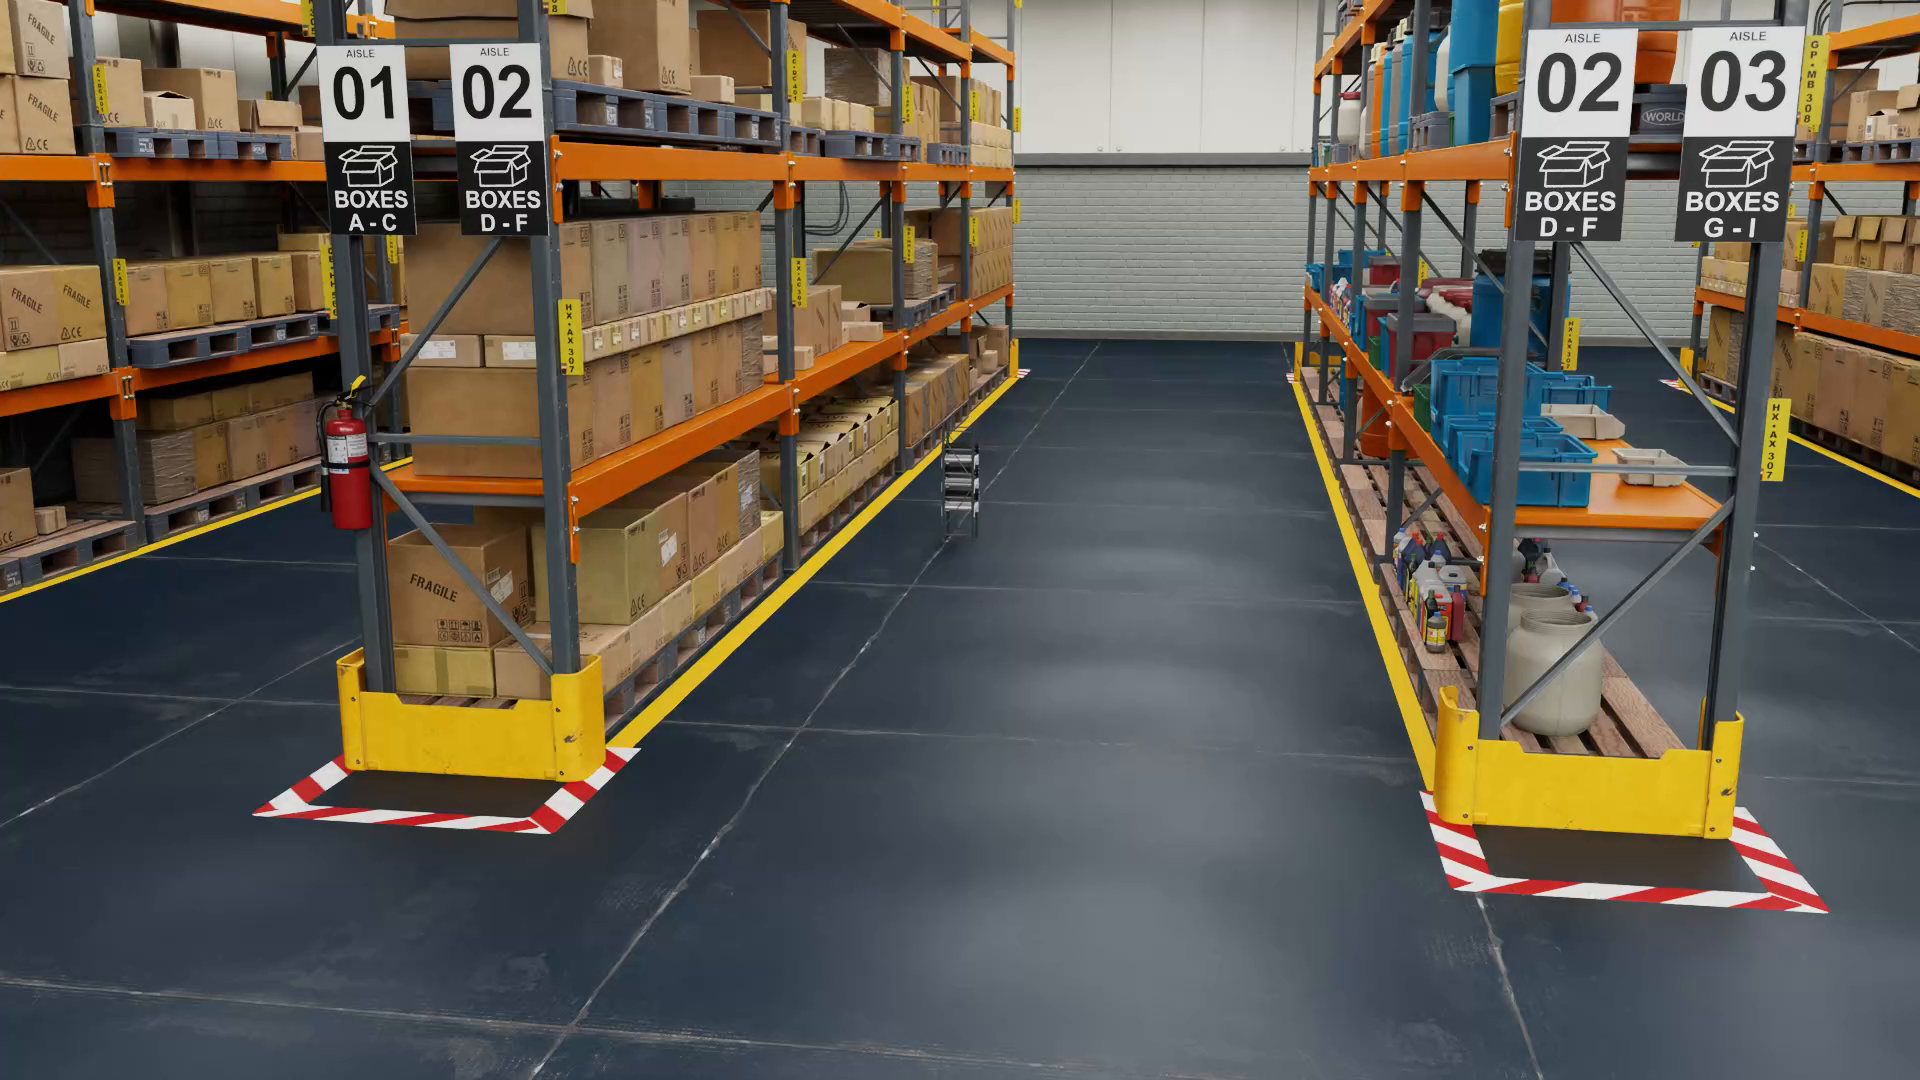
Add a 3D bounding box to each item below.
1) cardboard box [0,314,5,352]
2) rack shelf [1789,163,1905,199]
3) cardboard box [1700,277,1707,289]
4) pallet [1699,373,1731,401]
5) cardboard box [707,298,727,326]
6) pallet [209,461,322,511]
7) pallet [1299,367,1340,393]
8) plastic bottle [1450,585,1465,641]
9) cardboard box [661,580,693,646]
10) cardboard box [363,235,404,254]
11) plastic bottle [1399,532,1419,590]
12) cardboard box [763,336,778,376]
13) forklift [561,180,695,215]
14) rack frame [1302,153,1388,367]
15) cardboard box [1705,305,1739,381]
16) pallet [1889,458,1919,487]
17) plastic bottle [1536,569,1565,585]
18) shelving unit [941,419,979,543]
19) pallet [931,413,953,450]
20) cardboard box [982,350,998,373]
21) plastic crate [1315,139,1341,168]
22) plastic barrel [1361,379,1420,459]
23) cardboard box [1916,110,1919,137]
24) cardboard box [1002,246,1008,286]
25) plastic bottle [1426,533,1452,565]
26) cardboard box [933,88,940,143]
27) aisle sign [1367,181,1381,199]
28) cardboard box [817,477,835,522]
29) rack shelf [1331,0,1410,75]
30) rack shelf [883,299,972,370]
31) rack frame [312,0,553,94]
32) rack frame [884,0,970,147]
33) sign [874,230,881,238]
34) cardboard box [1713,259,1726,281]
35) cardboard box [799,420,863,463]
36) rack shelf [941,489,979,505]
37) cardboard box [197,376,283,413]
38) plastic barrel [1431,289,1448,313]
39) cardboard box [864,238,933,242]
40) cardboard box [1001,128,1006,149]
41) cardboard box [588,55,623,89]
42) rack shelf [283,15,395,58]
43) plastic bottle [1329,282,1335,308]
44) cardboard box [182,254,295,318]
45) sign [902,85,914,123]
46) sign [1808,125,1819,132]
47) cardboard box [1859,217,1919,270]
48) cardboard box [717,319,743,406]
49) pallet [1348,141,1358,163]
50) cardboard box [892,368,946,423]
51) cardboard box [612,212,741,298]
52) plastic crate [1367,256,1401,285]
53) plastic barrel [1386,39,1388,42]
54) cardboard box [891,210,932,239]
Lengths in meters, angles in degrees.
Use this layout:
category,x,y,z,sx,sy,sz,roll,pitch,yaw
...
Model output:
category,x,y,z,sx,sy,sz,roll,pitch,yaw
cardboard box,-6.443,-1.417,10.476,0.500,0.500,0.500,2,12,7
rack shelf,9.704,-4.146,19.197,1.077,0.370,4.000,2,12,9
cardboard box,9.631,-3.261,21.102,0.380,0.149,0.250,2,12,9
pallet,9.966,-1.915,20.879,1.003,0.211,1.213,2,12,9
cardboard box,-1.610,-1.362,9.914,0.380,0.149,0.250,2,12,8
pallet,-6.213,-0.484,14.240,1.003,0.211,1.213,2,12,9
pallet,4.953,-2.074,21.617,1.003,0.211,1.213,2,12,9
plastic bottle,2.678,0.391,8.962,0.061,0.283,0.133,2,12,9
cardboard box,-1.784,0.388,9.103,0.500,0.250,0.500,2,12,9
cardboard box,-5.573,-2.926,16.180,0.500,0.250,0.500,2,12,10
plastic bottle,2.738,0.125,10.038,0.144,0.351,0.185,2,12,10
cardboard box,-1.589,-1.302,11.769,0.500,0.250,0.500,3,12,12
forklift,-2.932,-1.975,14.700,1.130,2.935,3.031,1,12,3
rack frame,5.118,-3.608,22.114,1.000,3.000,0.127,2,12,9
cardboard box,9.993,-2.478,20.918,0.875,0.875,0.875,2,12,9
pallet,8.977,-0.580,14.686,1.003,0.211,1.213,2,12,9
plastic bottle,3.350,0.291,9.444,0.152,0.276,0.135,2,12,10
shelving unit,0.001,-0.442,12.406,0.258,0.900,0.210,2,12,9
pallet,-0.664,-1.148,17.319,1.003,0.211,1.213,2,12,9
cardboard box,0.208,-2.322,21.630,0.500,0.250,0.500,2,12,9
plastic crate,4.611,-4.735,20.370,0.504,0.338,0.767,2,12,9
plastic barrel,3.946,-1.189,15.046,0.600,0.830,0.708,2,12,9
cardboard box,8.850,-3.814,14.718,0.500,0.500,0.500,3,12,12
cardboard box,0.348,-3.608,21.876,0.500,0.500,0.500,2,12,9
plastic bottle,2.881,0.129,10.016,0.144,0.351,0.185,2,12,9
cardboard box,-0.541,-4.603,18.141,0.600,0.600,0.600,1,12,3
aisle sign,5.418,-4.884,21.865,0.394,0.787,0.004,2,12,9
cardboard box,-1.235,-0.314,12.362,0.500,0.250,0.500,2,12,10
rack shelf,4.195,-4.744,15.804,1.077,0.370,4.000,2,12,9
rack shelf,-0.699,-2.168,17.142,1.077,0.370,4.000,2,12,9
rack frame,-2.237,-3.371,6.775,1.000,3.000,0.127,2,12,9
rack frame,-0.391,-5.869,18.366,1.000,3.000,0.127,2,12,9
sign,-0.928,-3.375,18.981,0.100,0.325,0.005,2,12,9
cardboard box,9.598,-3.320,20.427,0.500,0.250,0.500,2,12,8
cardboard box,-1.077,-0.804,13.304,0.500,0.311,0.500,2,12,10
rack shelf,0.001,-0.321,12.432,0.258,0.077,0.200,2,12,9
cardboard box,-6.185,-1.248,14.272,0.500,0.250,0.500,2,12,8
plastic barrel,3.876,-1.688,12.942,0.421,0.512,0.421,0,12,0
cardboard box,-0.685,-3.099,18.519,0.700,0.500,0.500,-2,12,-10
cardboard box,0.320,-5.187,21.491,0.500,0.250,0.500,2,12,9
cardboard box,-1.881,-2.295,8.168,0.380,0.149,0.250,2,12,9
rack shelf,-5.594,-5.065,17.293,1.077,0.370,4.000,2,12,9
plastic bottle,4.004,-2.628,17.843,0.061,0.283,0.133,2,12,9
cardboard box,-6.134,-2.169,14.156,0.700,0.500,0.500,2,12,9
sign,-0.459,-3.842,14.664,0.100,0.325,0.005,2,12,9
sign,8.848,-4.390,17.208,0.100,0.325,0.005,2,12,9
cardboard box,9.190,-2.878,16.110,0.797,0.503,0.637,2,12,9
cardboard box,-1.758,-1.117,10.320,0.700,0.500,0.500,2,12,8
pallet,4.307,-3.746,16.086,1.003,0.211,1.213,2,12,9
cardboard box,-0.422,-1.504,17.243,0.500,0.500,0.500,1,12,7
cardboard box,-1.760,-1.756,10.206,0.700,0.500,0.500,2,12,9
plastic crate,4.888,-3.013,19.062,0.402,0.464,0.583,2,12,9
plastic barrel,3.978,-3.942,14.529,0.600,0.830,0.708,2,12,9
cardboard box,-0.569,-3.588,19.410,0.500,0.500,0.500,2,12,9
